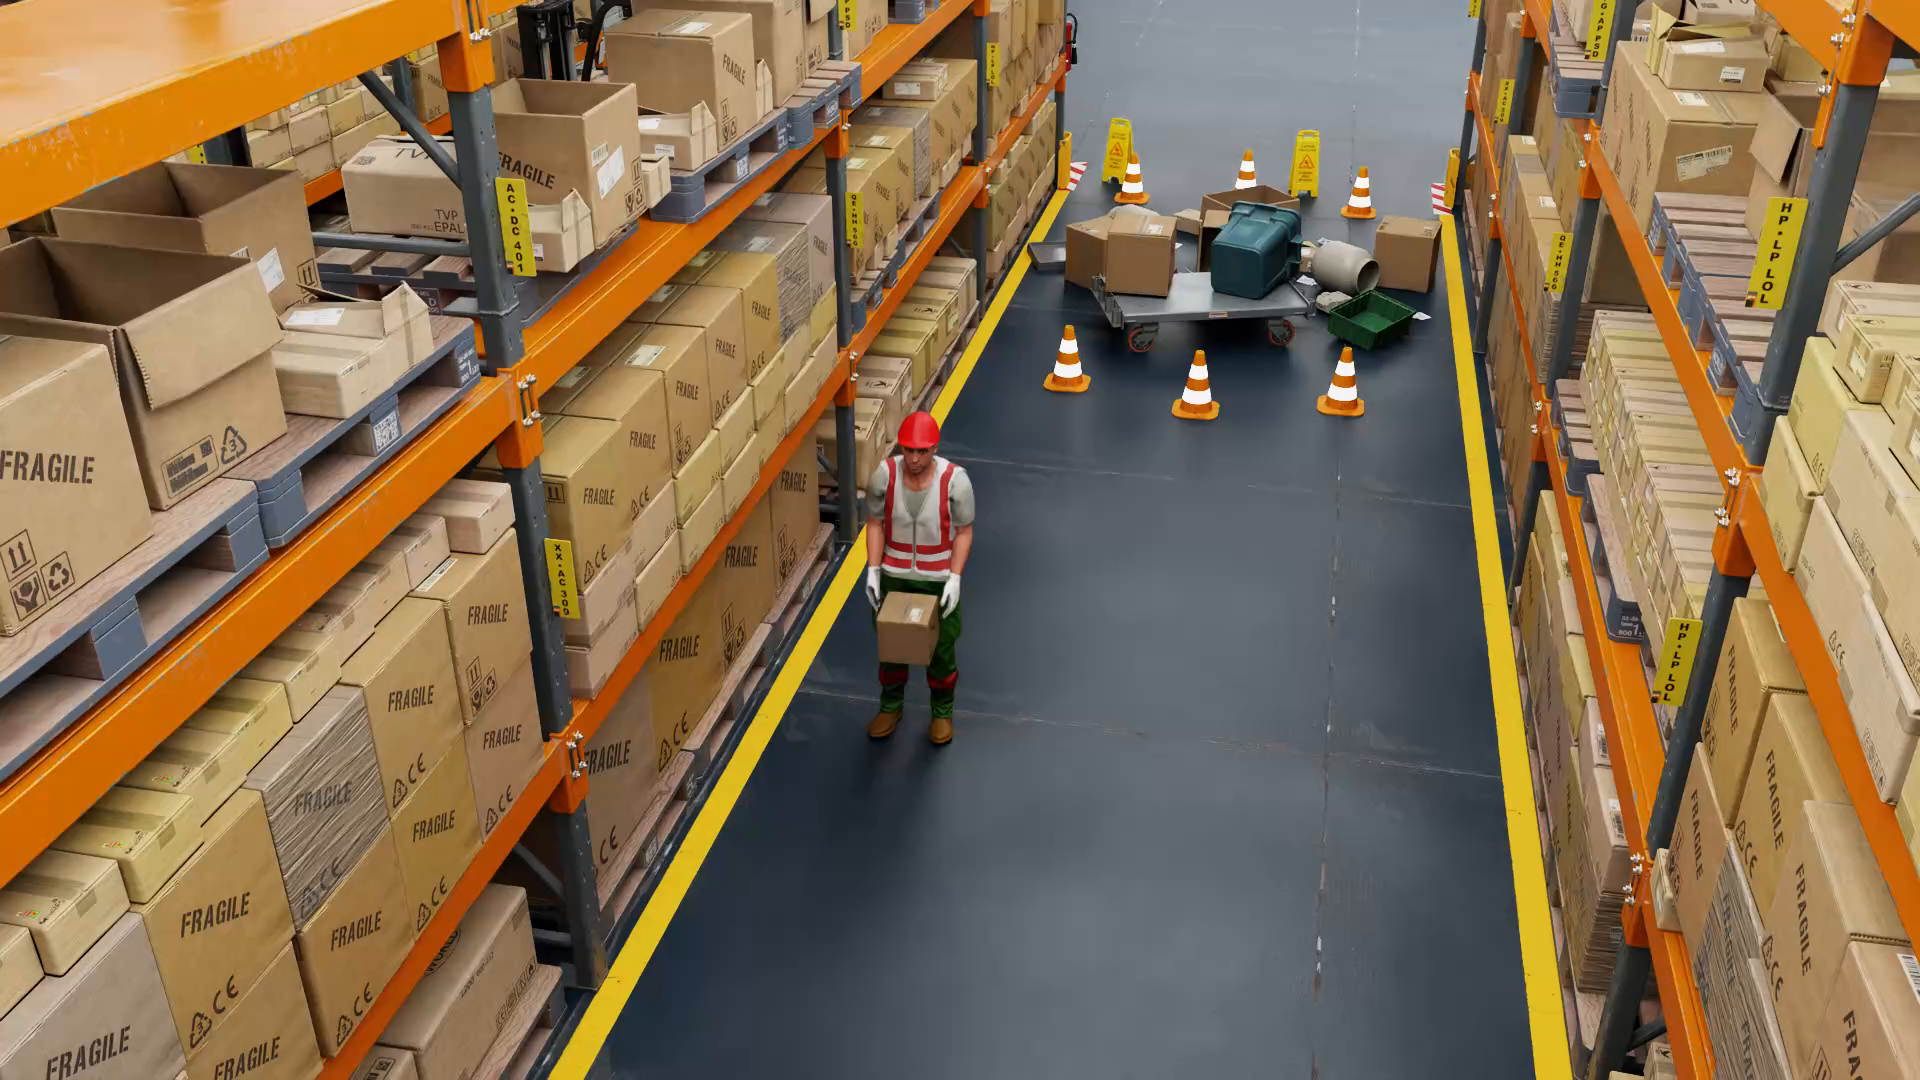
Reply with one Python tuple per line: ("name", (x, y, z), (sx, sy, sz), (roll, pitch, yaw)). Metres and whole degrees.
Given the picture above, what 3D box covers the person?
("person", (-0.202, 0.189, 8.250), (0.539, 1.790, 0.437), (5, 29, 10))
